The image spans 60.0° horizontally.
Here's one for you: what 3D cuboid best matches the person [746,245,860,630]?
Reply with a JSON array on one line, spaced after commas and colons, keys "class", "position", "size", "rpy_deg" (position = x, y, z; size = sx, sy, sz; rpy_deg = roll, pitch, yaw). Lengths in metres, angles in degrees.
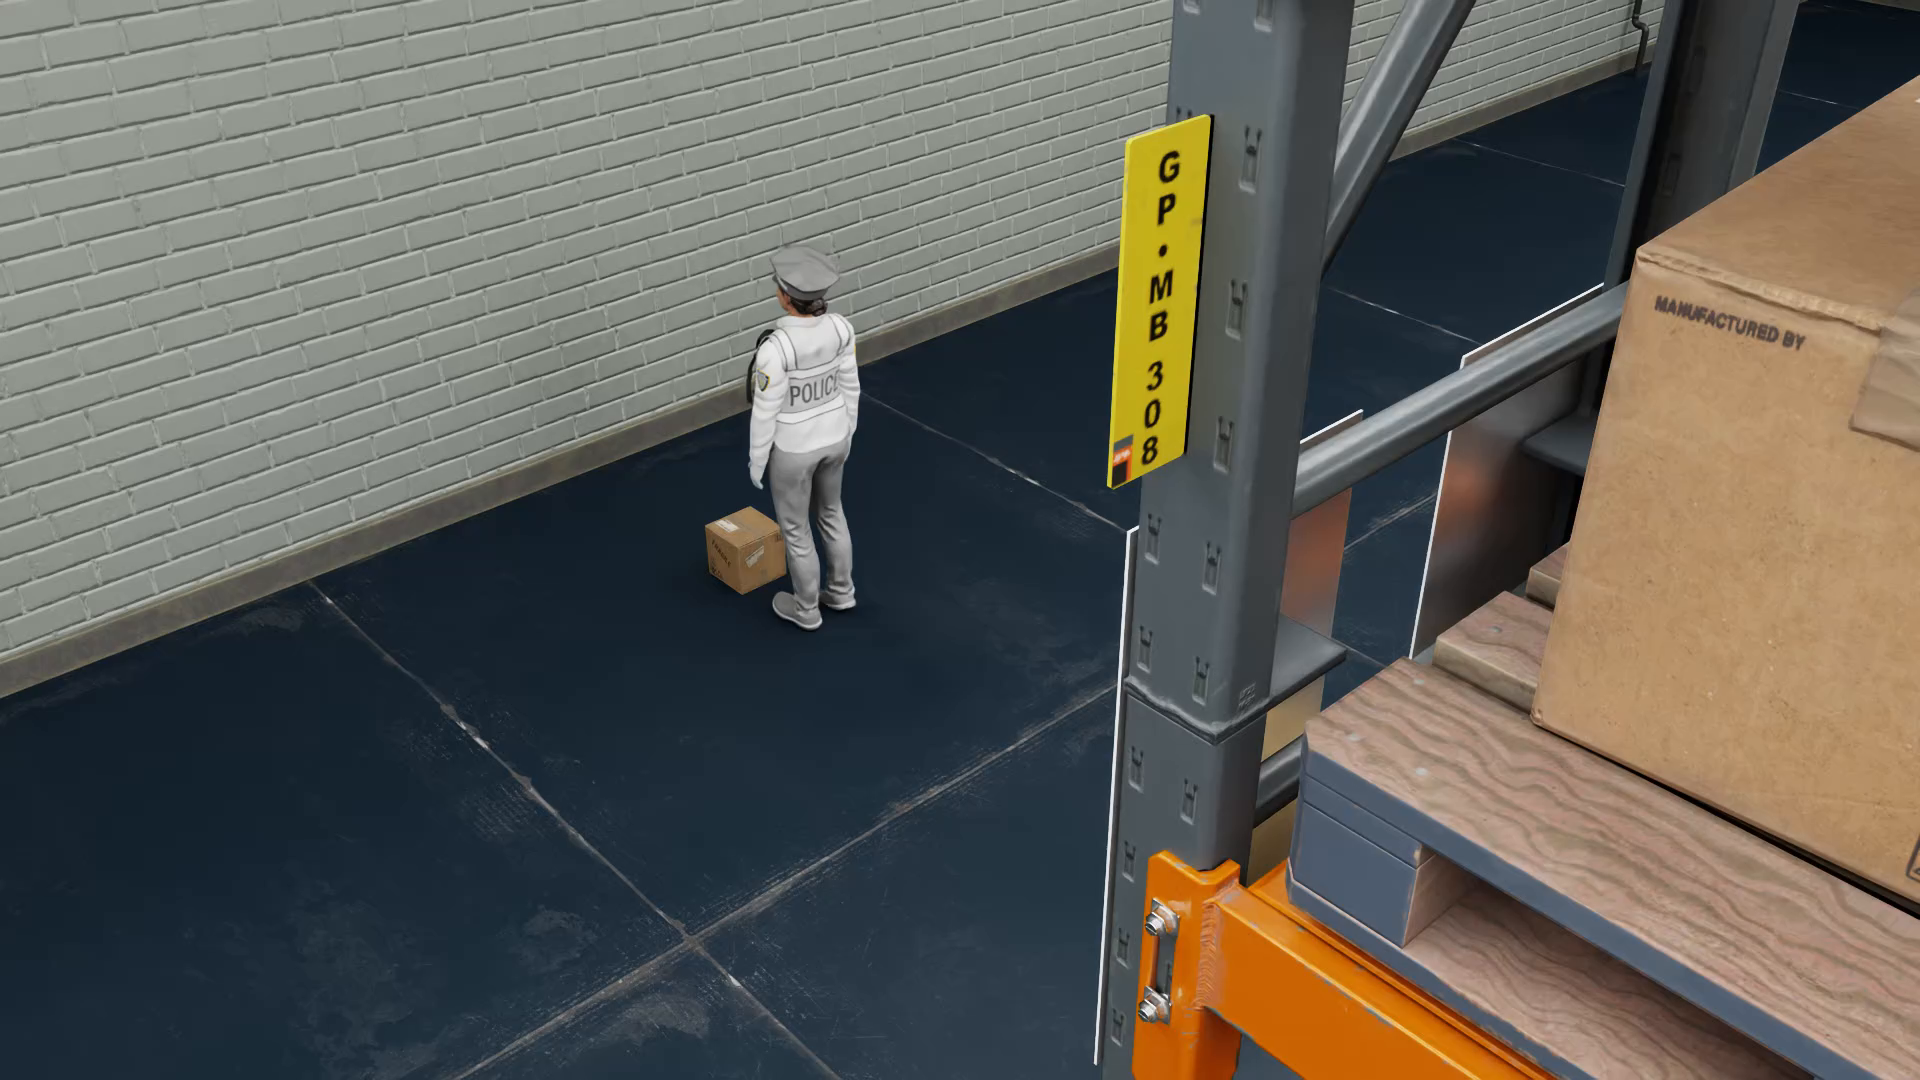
[{"class": "person", "position": [-0.634, -0.362, 6.729], "size": [0.490, 1.744, 0.384], "rpy_deg": [-25, 40, -35]}]
